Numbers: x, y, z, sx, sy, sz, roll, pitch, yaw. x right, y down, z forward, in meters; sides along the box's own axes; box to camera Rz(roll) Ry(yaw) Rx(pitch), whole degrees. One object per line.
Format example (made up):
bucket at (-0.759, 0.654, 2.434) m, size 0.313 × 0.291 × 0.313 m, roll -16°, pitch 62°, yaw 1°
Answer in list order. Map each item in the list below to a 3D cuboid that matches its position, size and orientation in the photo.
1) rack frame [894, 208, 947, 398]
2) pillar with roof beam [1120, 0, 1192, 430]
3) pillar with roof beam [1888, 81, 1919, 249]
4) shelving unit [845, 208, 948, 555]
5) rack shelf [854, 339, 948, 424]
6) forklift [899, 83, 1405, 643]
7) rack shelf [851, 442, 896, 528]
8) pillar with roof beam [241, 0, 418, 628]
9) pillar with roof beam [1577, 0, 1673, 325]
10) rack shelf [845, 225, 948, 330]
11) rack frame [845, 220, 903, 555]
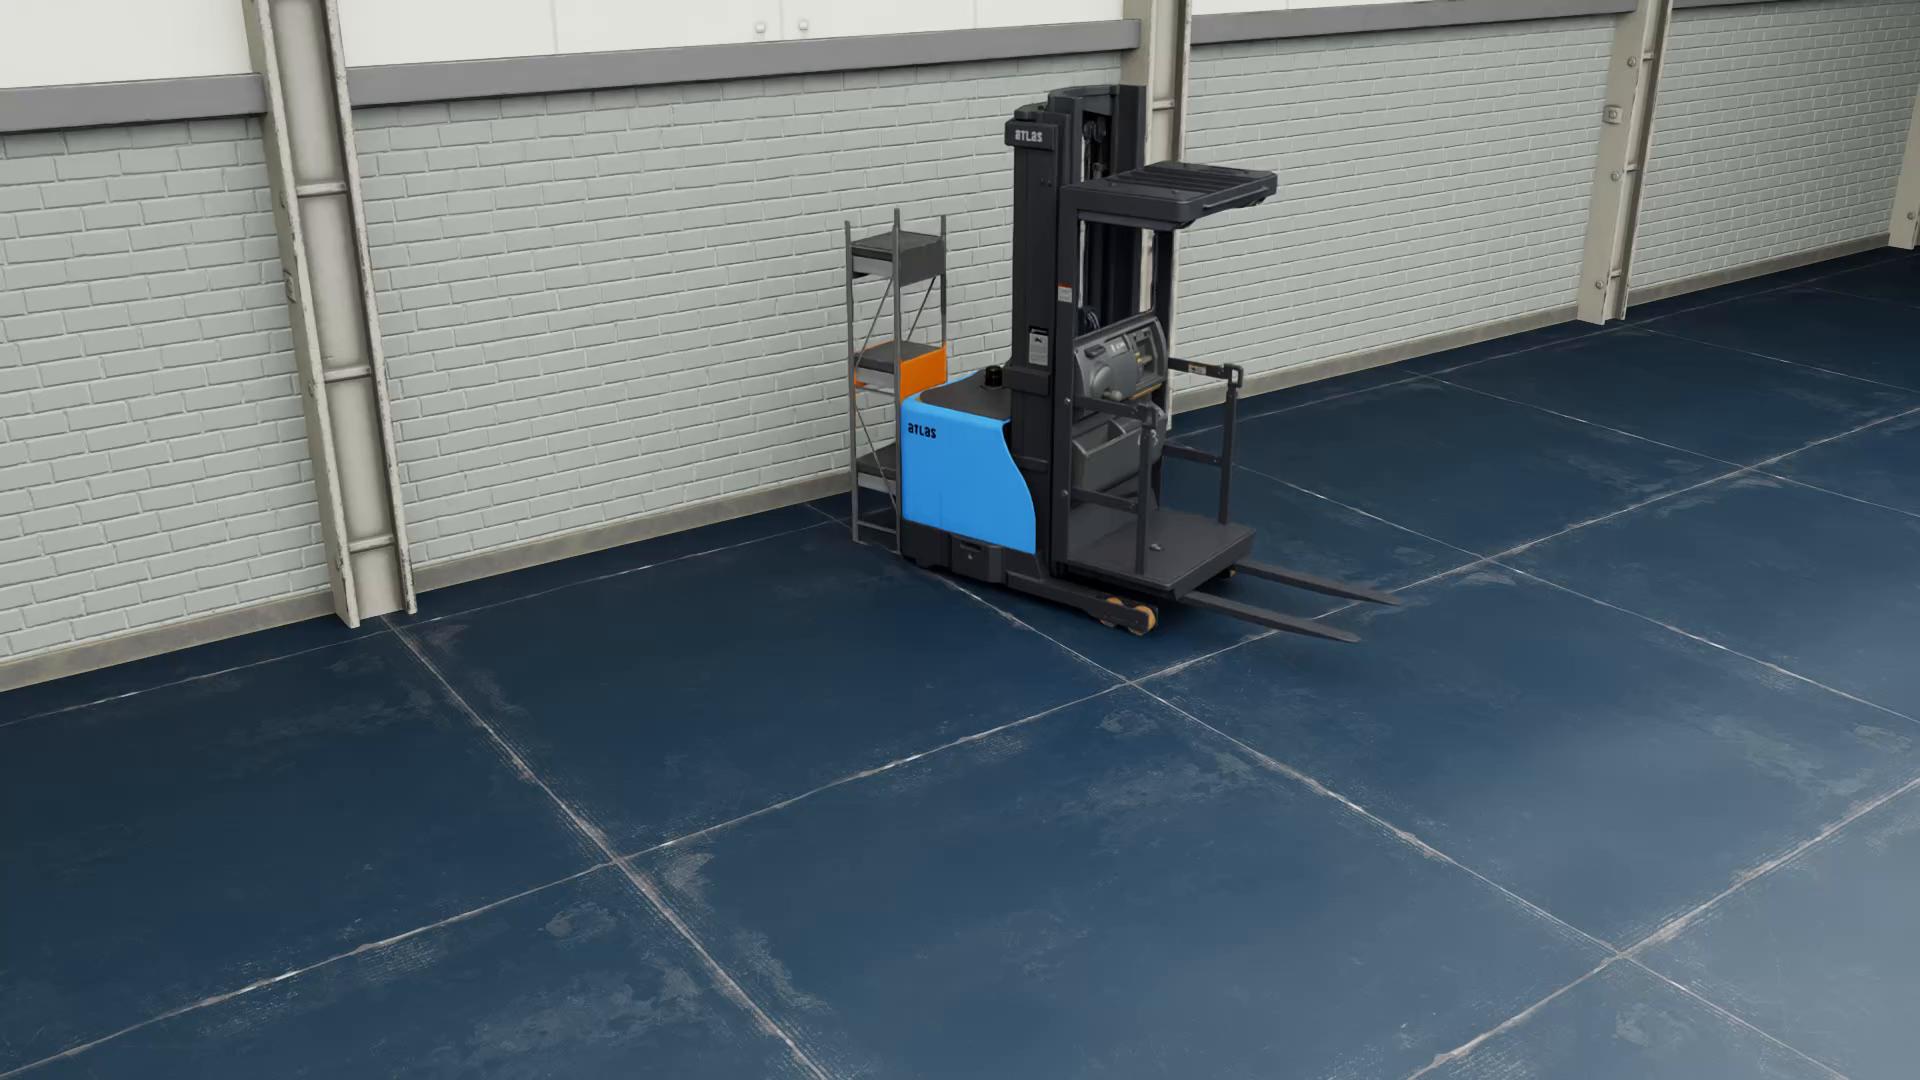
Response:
rack frame at (-0.249, -1.070, 10.746) m, size 0.400 × 2.100 × 0.015 m, roll 15°, pitch 26°, yaw 33°
pillar with roof beam at (3.930, -3.761, 8.180) m, size 0.400 × 9.000 × 9.100 m, roll -15°, pitch 26°, yaw -33°
pillar with roof beam at (13.671, -6.358, 14.689) m, size 0.400 × 9.000 × 9.100 m, roll -15°, pitch 26°, yaw -33°
shelving unit at (-0.391, -0.997, 10.561) m, size 0.431 × 2.100 × 0.503 m, roll 15°, pitch 26°, yaw 33°
rack shelf at (-0.391, -0.984, 10.566) m, size 0.431 × 0.518 × 0.480 m, roll 15°, pitch 26°, yaw 33°
forklift at (1.106, -1.040, 9.547) m, size 3.031 × 2.935 × 1.130 m, roll 15°, pitch 26°, yaw 34°
rack shelf at (-0.391, -0.334, 10.826) m, size 0.431 × 0.518 × 0.480 m, roll 15°, pitch 26°, yaw 33°
pillar with roof beam at (-0.940, -2.462, 4.925) m, size 0.400 × 9.000 × 9.100 m, roll -15°, pitch 26°, yaw -33°
pillar with roof beam at (8.801, -5.060, 11.435) m, size 0.400 × 9.000 × 9.100 m, roll -15°, pitch 26°, yaw -33°
rack shelf at (-0.391, -1.634, 10.307) m, size 0.431 × 0.518 × 0.480 m, roll 15°, pitch 26°, yaw 33°
rack frame at (-0.533, -0.923, 10.377) m, size 0.400 × 2.100 × 0.015 m, roll 15°, pitch 26°, yaw 33°
